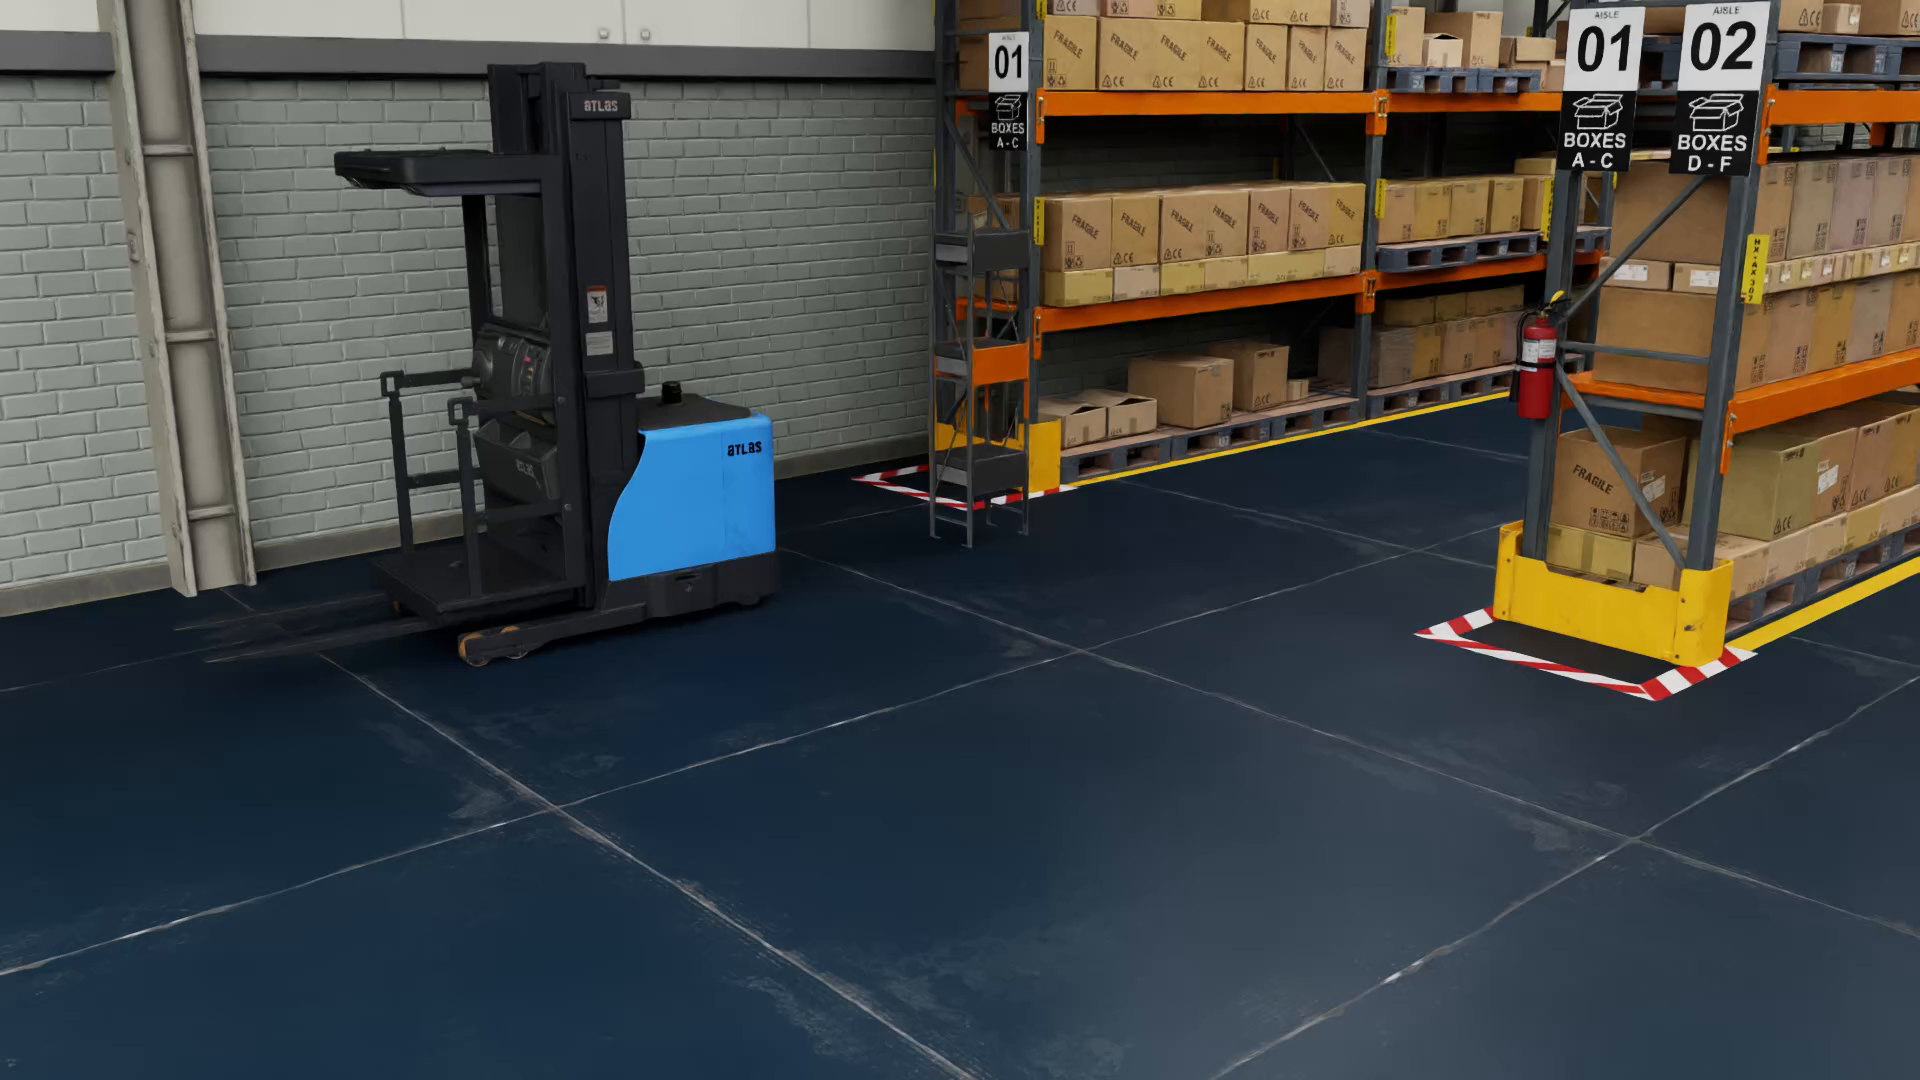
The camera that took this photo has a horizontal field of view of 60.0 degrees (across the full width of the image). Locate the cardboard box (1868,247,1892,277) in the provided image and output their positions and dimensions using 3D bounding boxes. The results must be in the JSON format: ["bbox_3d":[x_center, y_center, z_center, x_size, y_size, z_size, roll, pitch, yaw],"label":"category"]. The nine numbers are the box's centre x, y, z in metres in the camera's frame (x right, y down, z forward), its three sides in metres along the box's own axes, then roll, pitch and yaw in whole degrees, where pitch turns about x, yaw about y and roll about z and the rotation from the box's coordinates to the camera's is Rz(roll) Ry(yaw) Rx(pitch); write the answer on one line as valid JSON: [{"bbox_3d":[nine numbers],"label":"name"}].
[{"bbox_3d":[5.043,-1.596,9.462,0.250,0.149,0.380,-12,19,-39],"label":"cardboard box"}]

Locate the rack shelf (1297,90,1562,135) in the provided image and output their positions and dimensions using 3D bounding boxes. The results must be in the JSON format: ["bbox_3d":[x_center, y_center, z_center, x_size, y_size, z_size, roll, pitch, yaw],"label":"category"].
[{"bbox_3d":[4.717,-4.031,15.612,4.000,0.370,1.077,-13,19,-39],"label":"rack shelf"}]

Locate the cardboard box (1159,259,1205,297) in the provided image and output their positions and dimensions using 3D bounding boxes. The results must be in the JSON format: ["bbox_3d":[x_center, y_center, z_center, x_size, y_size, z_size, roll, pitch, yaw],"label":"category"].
[{"bbox_3d":[1.538,-2.047,12.854,0.500,0.250,0.500,-13,20,-40],"label":"cardboard box"}]

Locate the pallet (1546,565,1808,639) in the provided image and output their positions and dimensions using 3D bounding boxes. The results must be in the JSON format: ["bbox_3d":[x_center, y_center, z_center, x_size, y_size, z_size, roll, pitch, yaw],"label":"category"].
[{"bbox_3d":[3.995,0.260,9.368,1.213,0.211,1.003,-13,19,-39],"label":"pallet"}]

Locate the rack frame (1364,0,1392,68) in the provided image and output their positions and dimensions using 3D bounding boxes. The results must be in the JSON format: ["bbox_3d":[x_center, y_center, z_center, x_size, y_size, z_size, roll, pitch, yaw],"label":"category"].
[{"bbox_3d":[3.209,-5.489,13.863,0.127,3.000,1.000,-13,19,-39],"label":"rack frame"}]

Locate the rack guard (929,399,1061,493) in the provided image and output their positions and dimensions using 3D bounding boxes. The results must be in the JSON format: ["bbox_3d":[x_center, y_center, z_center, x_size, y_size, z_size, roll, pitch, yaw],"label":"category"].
[{"bbox_3d":[0.248,-0.719,12.471,0.348,0.500,1.175,-13,19,-39],"label":"rack guard"}]

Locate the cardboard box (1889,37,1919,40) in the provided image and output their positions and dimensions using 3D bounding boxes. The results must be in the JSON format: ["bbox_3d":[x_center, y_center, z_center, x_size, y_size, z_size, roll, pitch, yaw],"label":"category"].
[{"bbox_3d":[5.138,-3.142,9.604,0.637,0.503,0.797,-10,18,-33],"label":"cardboard box"}]

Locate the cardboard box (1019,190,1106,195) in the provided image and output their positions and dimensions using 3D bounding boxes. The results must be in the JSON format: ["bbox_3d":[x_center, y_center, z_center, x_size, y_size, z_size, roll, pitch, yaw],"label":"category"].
[{"bbox_3d":[0.793,-2.417,12.787,0.500,0.500,0.500,-12,19,-39],"label":"cardboard box"}]

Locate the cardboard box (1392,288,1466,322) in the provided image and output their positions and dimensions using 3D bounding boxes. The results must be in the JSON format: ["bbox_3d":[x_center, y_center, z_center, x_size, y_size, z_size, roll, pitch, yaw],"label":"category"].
[{"bbox_3d":[4.473,-2.250,15.900,0.500,0.250,0.500,-13,20,-41],"label":"cardboard box"}]

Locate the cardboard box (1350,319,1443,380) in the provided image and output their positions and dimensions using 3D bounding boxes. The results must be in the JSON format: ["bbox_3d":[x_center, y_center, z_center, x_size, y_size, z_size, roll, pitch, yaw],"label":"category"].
[{"bbox_3d":[4.110,-1.821,15.746,0.500,0.500,0.700,-13,20,-40],"label":"cardboard box"}]

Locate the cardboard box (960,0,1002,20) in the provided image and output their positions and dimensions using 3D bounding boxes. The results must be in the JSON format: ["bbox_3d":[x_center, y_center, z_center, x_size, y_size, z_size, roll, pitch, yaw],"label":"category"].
[{"bbox_3d":[0.345,-4.028,12.033,0.500,0.500,0.500,-12,19,-37],"label":"cardboard box"}]

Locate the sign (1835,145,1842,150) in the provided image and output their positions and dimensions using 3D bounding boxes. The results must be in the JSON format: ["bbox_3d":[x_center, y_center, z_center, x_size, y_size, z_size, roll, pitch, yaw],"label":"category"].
[{"bbox_3d":[11.901,-5.189,22.534,0.005,0.325,0.100,-13,19,-39],"label":"sign"}]

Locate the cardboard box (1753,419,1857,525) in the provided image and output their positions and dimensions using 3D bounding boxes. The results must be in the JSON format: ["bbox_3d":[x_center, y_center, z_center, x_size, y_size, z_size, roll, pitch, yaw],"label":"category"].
[{"bbox_3d":[4.741,-0.406,9.519,0.500,0.500,0.500,-13,19,-39],"label":"cardboard box"}]

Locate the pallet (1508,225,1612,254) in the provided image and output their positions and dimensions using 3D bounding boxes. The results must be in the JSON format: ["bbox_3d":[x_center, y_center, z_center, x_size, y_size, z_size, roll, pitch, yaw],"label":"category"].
[{"bbox_3d":[5.758,-3.034,16.669,1.003,0.211,1.213,-13,19,-39],"label":"pallet"}]

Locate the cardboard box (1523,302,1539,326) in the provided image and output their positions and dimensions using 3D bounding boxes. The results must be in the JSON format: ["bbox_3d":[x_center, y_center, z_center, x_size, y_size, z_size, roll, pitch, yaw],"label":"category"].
[{"bbox_3d":[5.717,-2.141,16.945,0.500,0.500,0.700,-12,19,-39],"label":"cardboard box"}]

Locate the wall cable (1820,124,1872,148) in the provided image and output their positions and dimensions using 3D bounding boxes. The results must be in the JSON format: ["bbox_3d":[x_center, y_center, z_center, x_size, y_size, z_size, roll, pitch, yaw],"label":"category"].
[{"bbox_3d":[12.606,-5.516,23.618,1.851,1.984,0.084,-13,19,-39],"label":"wall cable"}]

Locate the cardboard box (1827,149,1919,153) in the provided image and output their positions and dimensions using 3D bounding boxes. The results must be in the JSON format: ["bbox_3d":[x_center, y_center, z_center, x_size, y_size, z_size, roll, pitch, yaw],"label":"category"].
[{"bbox_3d":[5.752,-2.140,10.242,0.500,0.500,0.700,-13,20,-39],"label":"cardboard box"}]

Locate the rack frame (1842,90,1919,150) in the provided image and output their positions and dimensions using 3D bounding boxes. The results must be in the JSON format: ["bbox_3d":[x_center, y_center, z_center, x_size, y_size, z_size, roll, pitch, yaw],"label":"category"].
[{"bbox_3d":[12.261,-4.624,22.248,0.127,3.000,1.000,-13,19,-39],"label":"rack frame"}]

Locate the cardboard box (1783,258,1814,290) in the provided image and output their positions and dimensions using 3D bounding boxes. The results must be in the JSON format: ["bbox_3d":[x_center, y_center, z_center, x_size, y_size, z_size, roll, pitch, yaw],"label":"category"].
[{"bbox_3d":[4.270,-1.423,8.815,0.250,0.149,0.380,-13,19,-39],"label":"cardboard box"}]

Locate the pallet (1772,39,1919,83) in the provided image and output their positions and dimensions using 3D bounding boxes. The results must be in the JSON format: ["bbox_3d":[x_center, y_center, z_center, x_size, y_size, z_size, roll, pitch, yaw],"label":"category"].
[{"bbox_3d":[4.917,-2.679,9.324,1.213,0.211,1.003,-13,19,-39],"label":"pallet"}]

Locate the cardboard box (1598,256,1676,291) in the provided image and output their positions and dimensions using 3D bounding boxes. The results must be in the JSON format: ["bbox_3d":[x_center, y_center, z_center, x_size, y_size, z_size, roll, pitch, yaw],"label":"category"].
[{"bbox_3d":[3.609,-1.413,8.777,0.250,0.149,0.380,-13,20,-40],"label":"cardboard box"}]

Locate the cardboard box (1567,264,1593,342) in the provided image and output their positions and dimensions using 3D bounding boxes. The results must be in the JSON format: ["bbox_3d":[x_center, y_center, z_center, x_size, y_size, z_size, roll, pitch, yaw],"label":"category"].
[{"bbox_3d":[6.867,-2.532,17.768,0.750,0.750,0.750,-13,20,-40],"label":"cardboard box"}]

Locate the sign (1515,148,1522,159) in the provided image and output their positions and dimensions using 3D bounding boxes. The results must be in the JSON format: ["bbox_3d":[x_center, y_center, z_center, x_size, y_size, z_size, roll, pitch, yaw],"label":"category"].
[{"bbox_3d":[5.859,-3.935,17.427,0.005,0.325,0.100,-13,19,-39],"label":"sign"}]

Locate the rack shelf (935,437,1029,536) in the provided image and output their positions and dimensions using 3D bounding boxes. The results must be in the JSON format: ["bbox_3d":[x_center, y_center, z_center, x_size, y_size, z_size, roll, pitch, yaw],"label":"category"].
[{"bbox_3d":[0.125,-0.353,10.768,0.480,0.518,0.431,-13,19,-39],"label":"rack shelf"}]

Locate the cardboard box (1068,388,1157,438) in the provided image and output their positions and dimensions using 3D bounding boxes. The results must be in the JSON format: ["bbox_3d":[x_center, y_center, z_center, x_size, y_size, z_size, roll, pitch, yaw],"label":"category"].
[{"bbox_3d":[1.202,-1.023,13.126,0.500,0.311,0.500,-11,18,-35],"label":"cardboard box"}]

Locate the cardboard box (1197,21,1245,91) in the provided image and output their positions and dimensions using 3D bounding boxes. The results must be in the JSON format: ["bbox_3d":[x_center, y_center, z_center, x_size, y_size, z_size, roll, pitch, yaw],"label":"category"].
[{"bbox_3d":[1.815,-3.696,12.730,0.500,0.500,0.500,-11,19,-36],"label":"cardboard box"}]

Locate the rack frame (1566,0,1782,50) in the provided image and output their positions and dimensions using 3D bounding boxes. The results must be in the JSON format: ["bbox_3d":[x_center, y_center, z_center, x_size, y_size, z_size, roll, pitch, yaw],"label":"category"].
[{"bbox_3d":[3.446,-3.848,7.718,0.127,3.000,1.000,-13,19,-39],"label":"rack frame"}]

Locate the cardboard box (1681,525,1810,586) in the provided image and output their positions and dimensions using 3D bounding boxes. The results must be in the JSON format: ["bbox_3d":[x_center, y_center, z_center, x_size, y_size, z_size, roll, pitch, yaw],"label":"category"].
[{"bbox_3d":[4.371,0.043,9.291,0.500,0.250,0.500,-13,19,-39],"label":"cardboard box"}]

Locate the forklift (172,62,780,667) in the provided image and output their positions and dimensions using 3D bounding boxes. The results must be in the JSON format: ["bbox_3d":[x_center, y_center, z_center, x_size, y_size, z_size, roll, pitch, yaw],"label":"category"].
[{"bbox_3d":[-2.505,-0.933,8.564,3.031,2.935,1.130,-11,18,-35],"label":"forklift"}]

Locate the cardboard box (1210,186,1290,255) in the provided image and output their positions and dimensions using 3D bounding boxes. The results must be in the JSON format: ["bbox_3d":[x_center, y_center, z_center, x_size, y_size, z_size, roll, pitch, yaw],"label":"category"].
[{"bbox_3d":[2.295,-2.581,13.400,0.500,0.500,0.500,-13,20,-41],"label":"cardboard box"}]

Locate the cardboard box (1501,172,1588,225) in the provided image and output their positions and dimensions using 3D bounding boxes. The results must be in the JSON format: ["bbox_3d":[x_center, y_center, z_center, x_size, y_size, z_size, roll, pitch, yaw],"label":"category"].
[{"bbox_3d":[5.878,-3.448,16.799,0.700,0.500,0.500,13,20,40],"label":"cardboard box"}]

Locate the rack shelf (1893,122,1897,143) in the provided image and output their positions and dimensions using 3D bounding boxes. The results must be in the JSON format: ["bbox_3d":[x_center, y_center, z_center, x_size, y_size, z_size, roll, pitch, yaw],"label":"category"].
[{"bbox_3d":[7.972,-3.068,12.004,4.000,0.370,1.077,-13,19,-39],"label":"rack shelf"}]

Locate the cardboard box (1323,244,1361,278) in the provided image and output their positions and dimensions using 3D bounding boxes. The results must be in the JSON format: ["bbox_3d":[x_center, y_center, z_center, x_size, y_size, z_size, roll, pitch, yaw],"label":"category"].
[{"bbox_3d":[3.050,-2.389,14.133,0.500,0.250,0.500,-13,19,-39],"label":"cardboard box"}]

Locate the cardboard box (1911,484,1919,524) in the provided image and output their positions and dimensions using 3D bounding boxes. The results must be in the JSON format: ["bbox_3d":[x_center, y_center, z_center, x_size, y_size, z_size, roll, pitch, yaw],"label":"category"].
[{"bbox_3d":[5.873,-0.298,10.567,0.500,0.250,0.500,-13,19,-39],"label":"cardboard box"}]

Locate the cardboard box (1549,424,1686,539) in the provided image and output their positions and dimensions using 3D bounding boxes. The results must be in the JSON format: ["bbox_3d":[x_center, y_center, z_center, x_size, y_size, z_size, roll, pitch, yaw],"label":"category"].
[{"bbox_3d":[3.655,-0.335,9.253,0.500,0.500,0.500,-13,19,-39],"label":"cardboard box"}]

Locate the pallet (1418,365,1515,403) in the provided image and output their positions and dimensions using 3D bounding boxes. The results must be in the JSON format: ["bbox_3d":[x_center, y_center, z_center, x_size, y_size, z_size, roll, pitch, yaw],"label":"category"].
[{"bbox_3d":[4.716,-1.584,16.270,1.213,0.211,1.003,-13,19,-39],"label":"pallet"}]

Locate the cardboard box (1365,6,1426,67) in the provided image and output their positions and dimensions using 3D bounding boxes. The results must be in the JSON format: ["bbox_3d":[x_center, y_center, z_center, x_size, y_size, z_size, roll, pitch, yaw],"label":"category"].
[{"bbox_3d":[3.674,-4.368,14.472,0.500,0.500,0.500,-9,18,-32],"label":"cardboard box"}]

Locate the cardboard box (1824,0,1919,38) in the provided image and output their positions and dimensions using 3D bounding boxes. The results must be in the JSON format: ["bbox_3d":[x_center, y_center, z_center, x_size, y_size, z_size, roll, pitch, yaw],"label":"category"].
[{"bbox_3d":[4.878,-2.946,8.874,0.500,0.500,0.500,-13,19,-39],"label":"cardboard box"}]

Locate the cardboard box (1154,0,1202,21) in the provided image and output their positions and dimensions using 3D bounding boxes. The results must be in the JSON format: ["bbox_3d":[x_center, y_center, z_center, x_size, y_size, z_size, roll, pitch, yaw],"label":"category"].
[{"bbox_3d":[1.432,-4.086,12.251,0.500,0.500,0.500,-12,19,-38],"label":"cardboard box"}]

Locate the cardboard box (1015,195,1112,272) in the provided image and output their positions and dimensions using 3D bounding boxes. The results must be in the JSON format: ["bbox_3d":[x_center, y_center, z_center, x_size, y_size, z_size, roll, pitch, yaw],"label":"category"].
[{"bbox_3d":[0.749,-2.235,12.104,0.500,0.500,0.500,-13,19,-39],"label":"cardboard box"}]

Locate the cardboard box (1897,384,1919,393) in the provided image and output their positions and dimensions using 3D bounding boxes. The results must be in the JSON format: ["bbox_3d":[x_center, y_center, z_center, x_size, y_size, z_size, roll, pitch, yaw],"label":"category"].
[{"bbox_3d":[6.969,-0.986,12.058,0.500,0.311,0.500,-12,19,-38],"label":"cardboard box"}]

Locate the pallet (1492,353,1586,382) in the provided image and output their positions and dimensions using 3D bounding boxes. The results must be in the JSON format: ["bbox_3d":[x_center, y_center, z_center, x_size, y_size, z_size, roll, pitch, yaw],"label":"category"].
[{"bbox_3d":[5.636,-1.789,17.040,1.213,0.211,1.003,-13,19,-39],"label":"pallet"}]

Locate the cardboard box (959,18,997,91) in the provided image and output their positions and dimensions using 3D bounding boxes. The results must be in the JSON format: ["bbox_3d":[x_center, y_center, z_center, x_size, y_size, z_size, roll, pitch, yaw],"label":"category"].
[{"bbox_3d":[0.340,-3.541,12.147,0.500,0.500,0.500,-11,18,-35],"label":"cardboard box"}]

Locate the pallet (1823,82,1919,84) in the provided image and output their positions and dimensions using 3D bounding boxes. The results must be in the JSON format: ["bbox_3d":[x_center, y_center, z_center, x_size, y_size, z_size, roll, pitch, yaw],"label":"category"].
[{"bbox_3d":[5.837,-2.884,10.094,1.213,0.211,1.003,-13,19,-39],"label":"pallet"}]

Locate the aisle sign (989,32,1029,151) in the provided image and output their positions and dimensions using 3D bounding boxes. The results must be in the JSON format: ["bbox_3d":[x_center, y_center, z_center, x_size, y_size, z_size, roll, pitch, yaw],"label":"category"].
[{"bbox_3d":[0.334,-3.099,11.501,0.004,0.787,0.394,-13,19,-39],"label":"aisle sign"}]

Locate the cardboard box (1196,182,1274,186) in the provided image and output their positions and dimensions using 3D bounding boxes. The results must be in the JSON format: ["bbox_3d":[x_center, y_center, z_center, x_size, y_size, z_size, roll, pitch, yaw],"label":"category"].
[{"bbox_3d":[2.324,-2.765,14.086,0.500,0.500,0.500,-13,20,-40],"label":"cardboard box"}]

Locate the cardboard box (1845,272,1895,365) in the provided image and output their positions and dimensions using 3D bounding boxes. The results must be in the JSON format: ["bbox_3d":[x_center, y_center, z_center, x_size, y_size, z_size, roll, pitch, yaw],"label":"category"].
[{"bbox_3d":[4.972,-1.337,9.750,0.500,0.500,0.700,-12,19,-38],"label":"cardboard box"}]

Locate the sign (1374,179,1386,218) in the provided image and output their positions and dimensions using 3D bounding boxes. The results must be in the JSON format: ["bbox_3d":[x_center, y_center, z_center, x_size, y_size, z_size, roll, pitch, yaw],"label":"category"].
[{"bbox_3d":[3.571,-2.905,14.135,0.005,0.325,0.100,-13,19,-39],"label":"sign"}]

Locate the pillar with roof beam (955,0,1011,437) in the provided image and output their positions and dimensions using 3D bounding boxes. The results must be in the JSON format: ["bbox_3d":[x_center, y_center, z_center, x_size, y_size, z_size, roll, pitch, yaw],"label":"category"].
[{"bbox_3d":[2.977,-4.261,9.263,0.400,9.000,9.100,-13,19,-39],"label":"pillar with roof beam"}]

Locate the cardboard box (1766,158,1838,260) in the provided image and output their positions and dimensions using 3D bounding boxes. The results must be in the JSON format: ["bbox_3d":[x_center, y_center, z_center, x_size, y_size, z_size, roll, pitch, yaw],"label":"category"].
[{"bbox_3d":[4.239,-1.800,8.970,0.500,0.500,0.700,-13,20,-41],"label":"cardboard box"}]

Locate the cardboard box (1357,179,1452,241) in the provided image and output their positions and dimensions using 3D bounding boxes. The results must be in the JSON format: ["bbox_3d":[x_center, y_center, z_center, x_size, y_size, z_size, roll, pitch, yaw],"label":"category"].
[{"bbox_3d":[4.041,-3.025,15.215,0.500,0.500,0.700,-10,18,-34],"label":"cardboard box"}]

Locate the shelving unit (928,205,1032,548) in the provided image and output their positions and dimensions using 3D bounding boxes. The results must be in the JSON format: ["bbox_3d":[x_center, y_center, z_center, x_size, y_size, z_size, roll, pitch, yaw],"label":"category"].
[{"bbox_3d":[0.125,-1.042,10.584,0.503,2.100,0.431,-13,19,-39],"label":"shelving unit"}]

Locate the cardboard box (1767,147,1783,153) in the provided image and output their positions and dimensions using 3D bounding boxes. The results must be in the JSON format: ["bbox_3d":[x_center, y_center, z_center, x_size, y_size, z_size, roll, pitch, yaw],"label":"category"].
[{"bbox_3d":[9.059,-4.381,19.078,0.500,0.250,0.500,-12,19,-38],"label":"cardboard box"}]
